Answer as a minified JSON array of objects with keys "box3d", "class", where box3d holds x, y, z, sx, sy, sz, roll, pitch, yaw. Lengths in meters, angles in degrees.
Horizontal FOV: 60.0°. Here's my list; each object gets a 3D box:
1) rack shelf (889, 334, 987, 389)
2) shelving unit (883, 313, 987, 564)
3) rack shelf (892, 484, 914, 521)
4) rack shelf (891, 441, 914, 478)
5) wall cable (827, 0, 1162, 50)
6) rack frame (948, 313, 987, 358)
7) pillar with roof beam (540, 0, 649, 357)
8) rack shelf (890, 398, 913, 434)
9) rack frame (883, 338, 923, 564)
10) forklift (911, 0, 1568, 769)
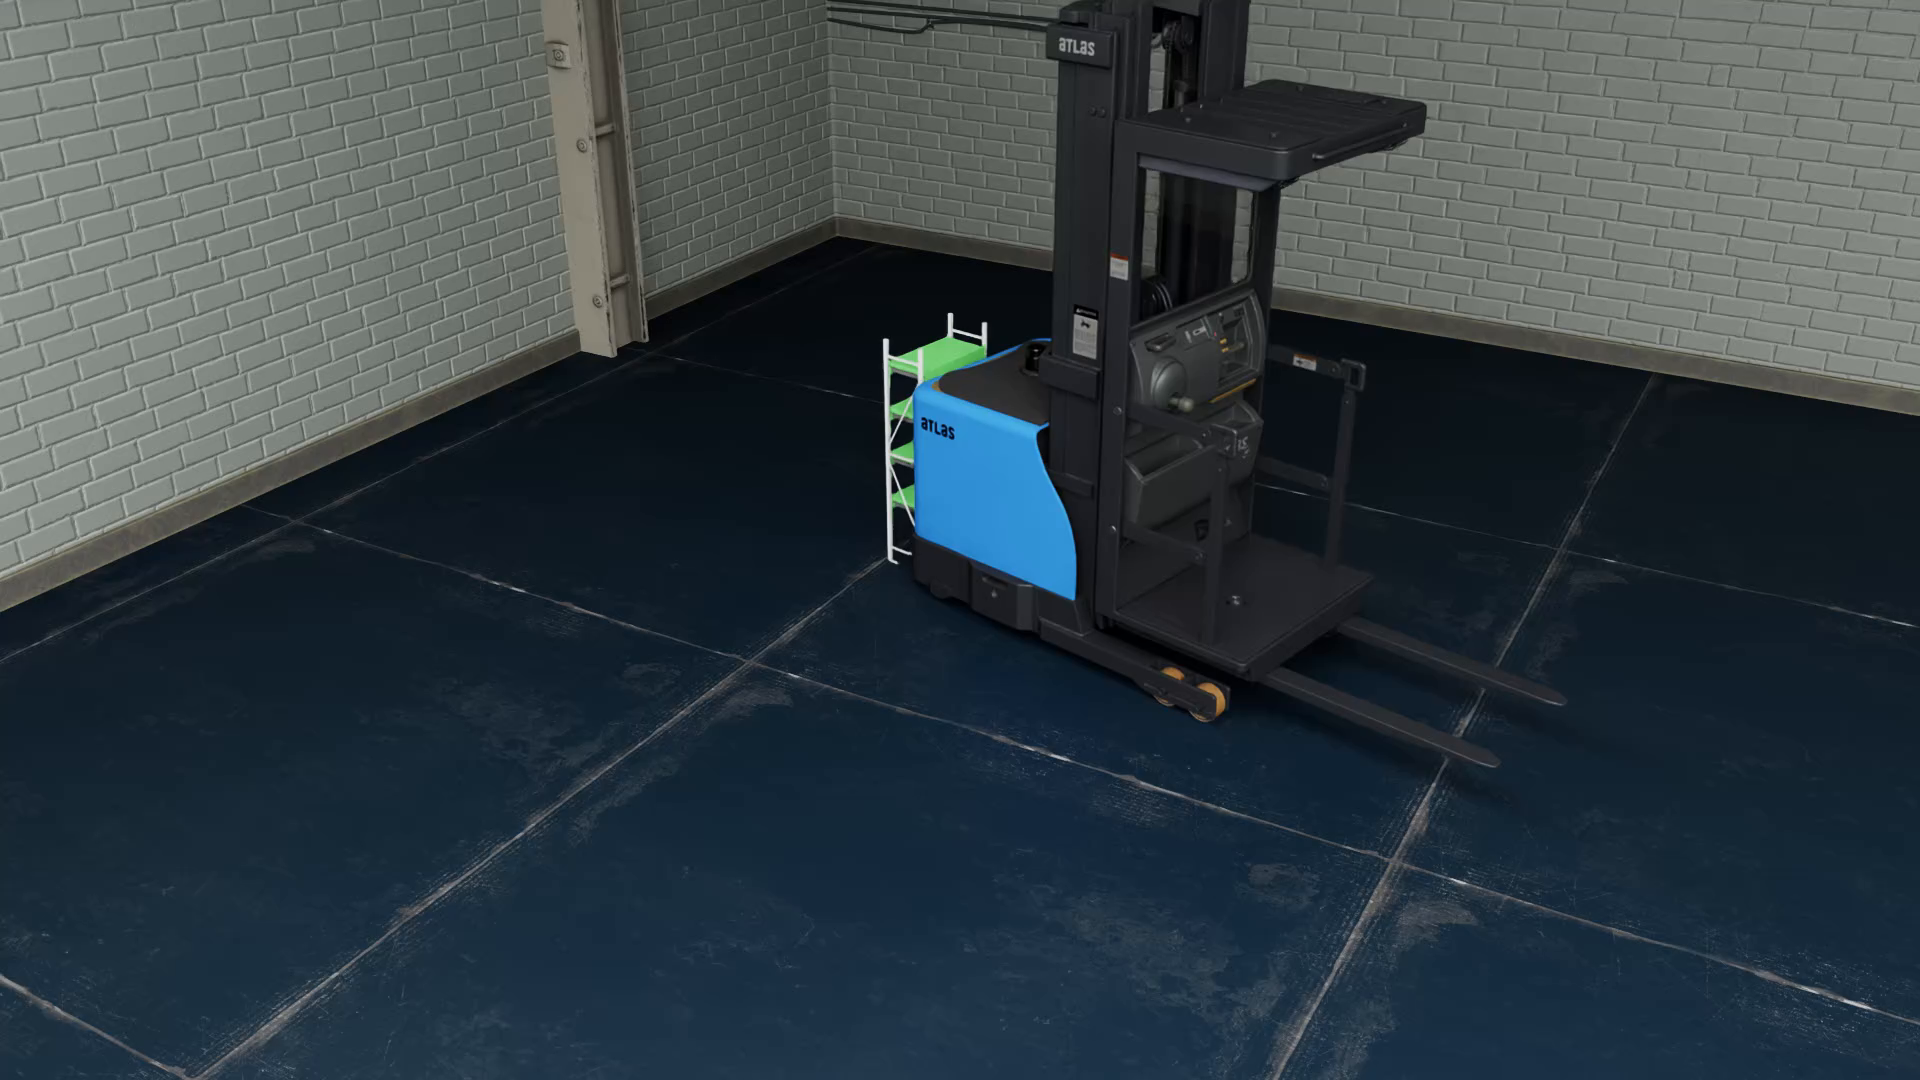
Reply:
[{"box3d":[-0.117,-0.855,8.189,0.258,0.148,0.480,20,33,35],"class":"rack shelf"},{"box3d":[-0.117,-0.483,8.375,0.258,1.200,0.503,20,33,35],"class":"shelving unit"},{"box3d":[-0.117,-0.211,8.511,0.258,0.148,0.480,20,33,35],"class":"rack shelf"},{"box3d":[-0.117,-0.426,8.404,0.258,0.148,0.480,20,33,35],"class":"rack shelf"},{"box3d":[0.221,-4.832,11.820,3.097,2.526,0.112,14,30,26],"class":"wall cable"},{"box3d":[0.037,-0.568,8.544,0.240,1.200,0.015,20,33,35],"class":"rack frame"},{"box3d":[1.369,-4.416,7.519,9.100,9.000,0.400,14,30,26],"class":"pillar with roof beam"},{"box3d":[-0.117,-0.641,8.296,0.258,0.148,0.480,20,33,35],"class":"rack shelf"},{"box3d":[-0.272,-0.399,8.206,0.240,1.200,0.015,20,33,35],"class":"rack frame"},{"box3d":[1.191,-0.790,7.054,3.031,2.935,1.130,22,34,37],"class":"forklift"}]
